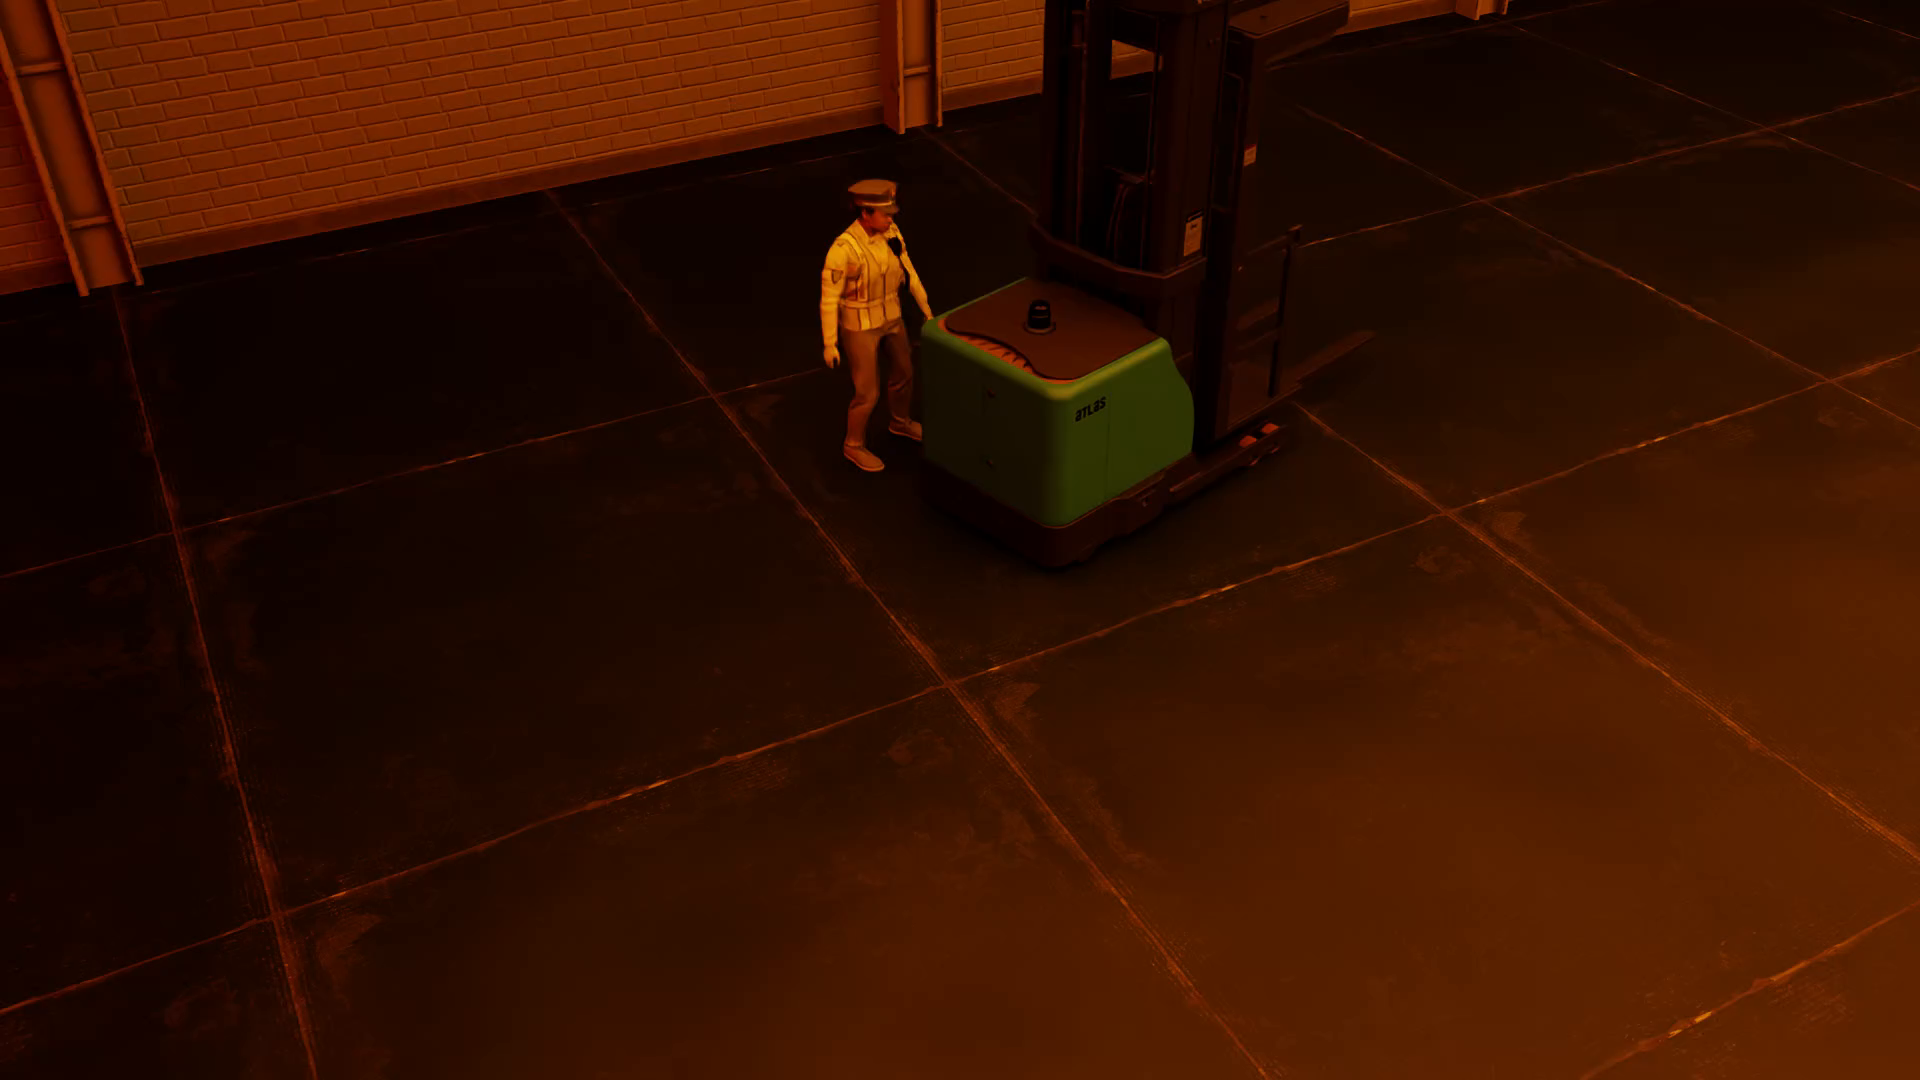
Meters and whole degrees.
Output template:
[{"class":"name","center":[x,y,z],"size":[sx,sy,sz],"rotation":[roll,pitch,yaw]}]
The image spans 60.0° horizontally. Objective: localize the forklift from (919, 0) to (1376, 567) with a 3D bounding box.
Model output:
[{"class":"forklift","center":[1.195,-1.801,8.670],"size":[3.031,2.935,1.130],"rotation":[-29,45,-35]}]

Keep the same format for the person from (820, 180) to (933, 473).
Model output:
[{"class":"person","center":[-0.446,-1.155,8.876],"size":[0.341,1.645,0.715],"rotation":[29,45,35]}]
